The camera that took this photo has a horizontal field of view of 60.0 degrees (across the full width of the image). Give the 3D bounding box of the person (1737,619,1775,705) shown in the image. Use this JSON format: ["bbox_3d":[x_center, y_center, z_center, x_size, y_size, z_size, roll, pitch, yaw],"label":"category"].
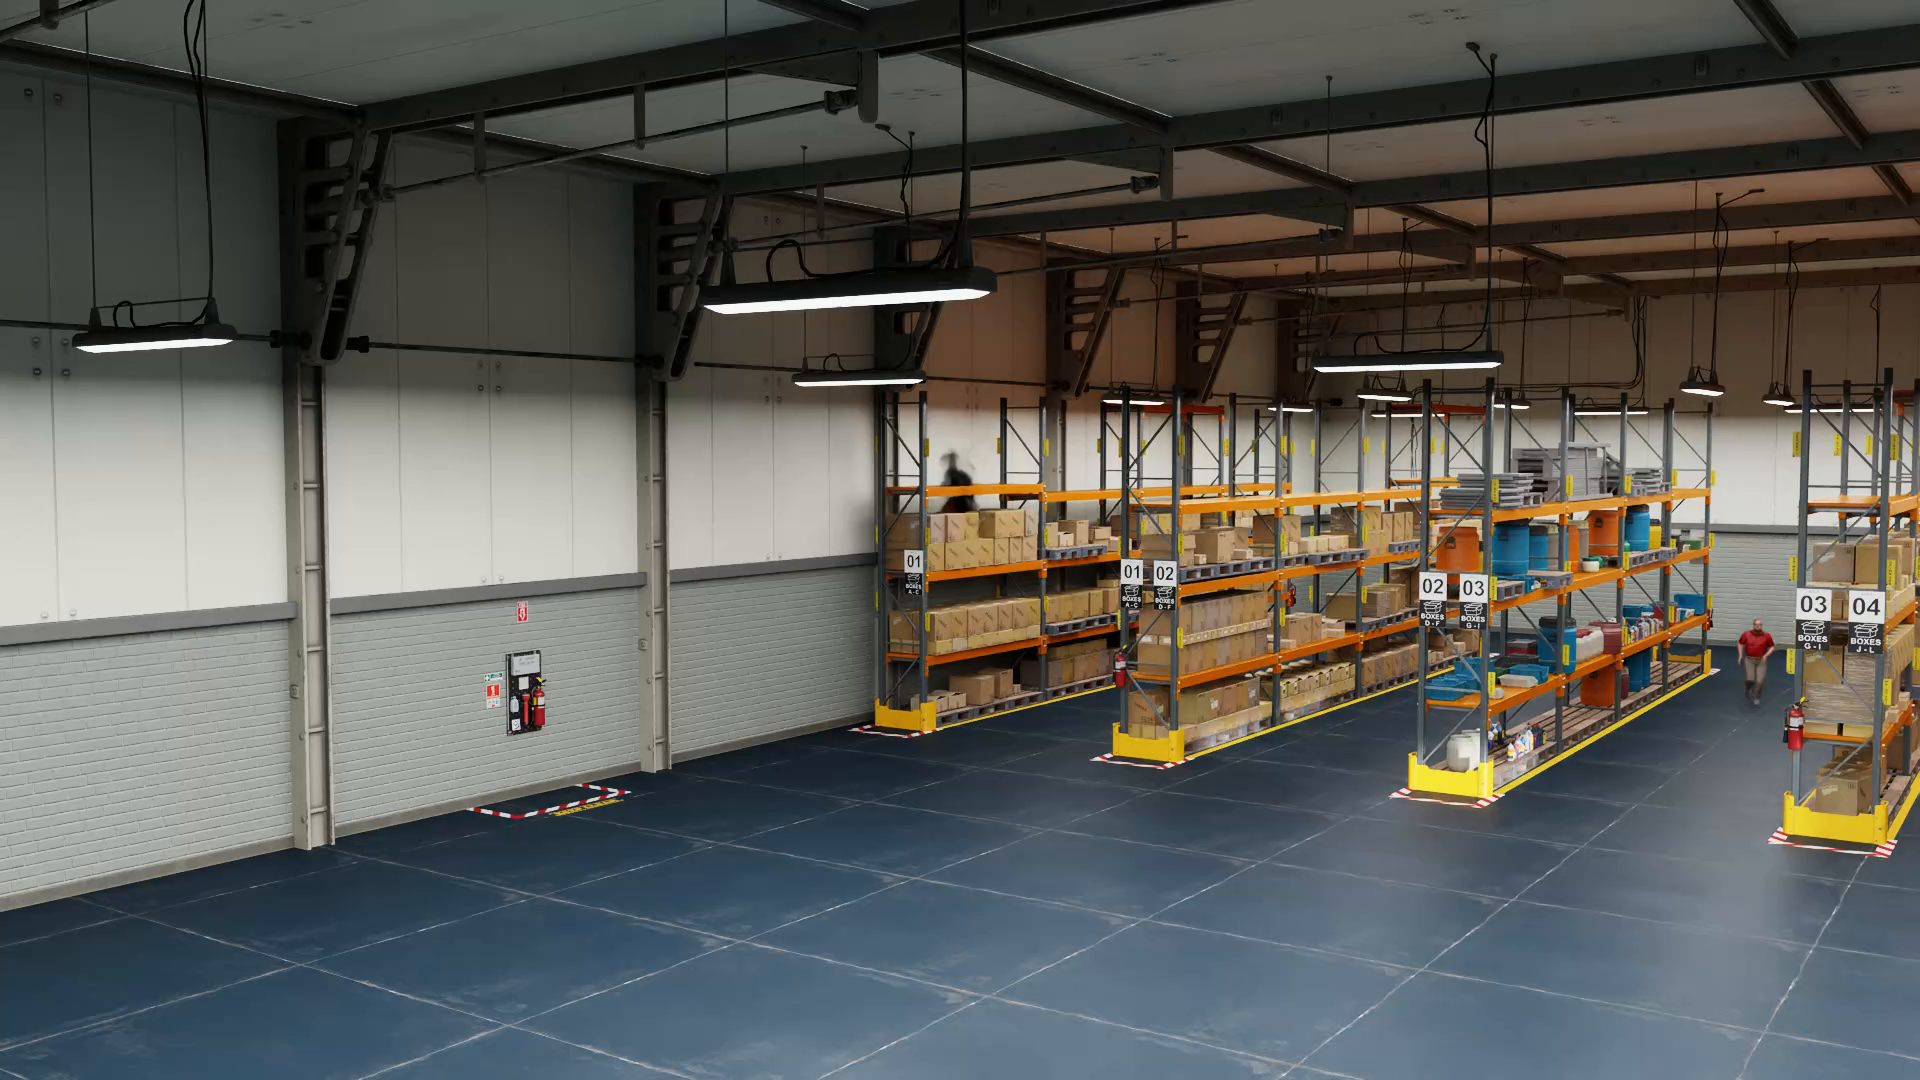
[{"bbox_3d":[15.465,2.371,32.314,0.651,1.675,0.632,1,3,23],"label":"person"}]
